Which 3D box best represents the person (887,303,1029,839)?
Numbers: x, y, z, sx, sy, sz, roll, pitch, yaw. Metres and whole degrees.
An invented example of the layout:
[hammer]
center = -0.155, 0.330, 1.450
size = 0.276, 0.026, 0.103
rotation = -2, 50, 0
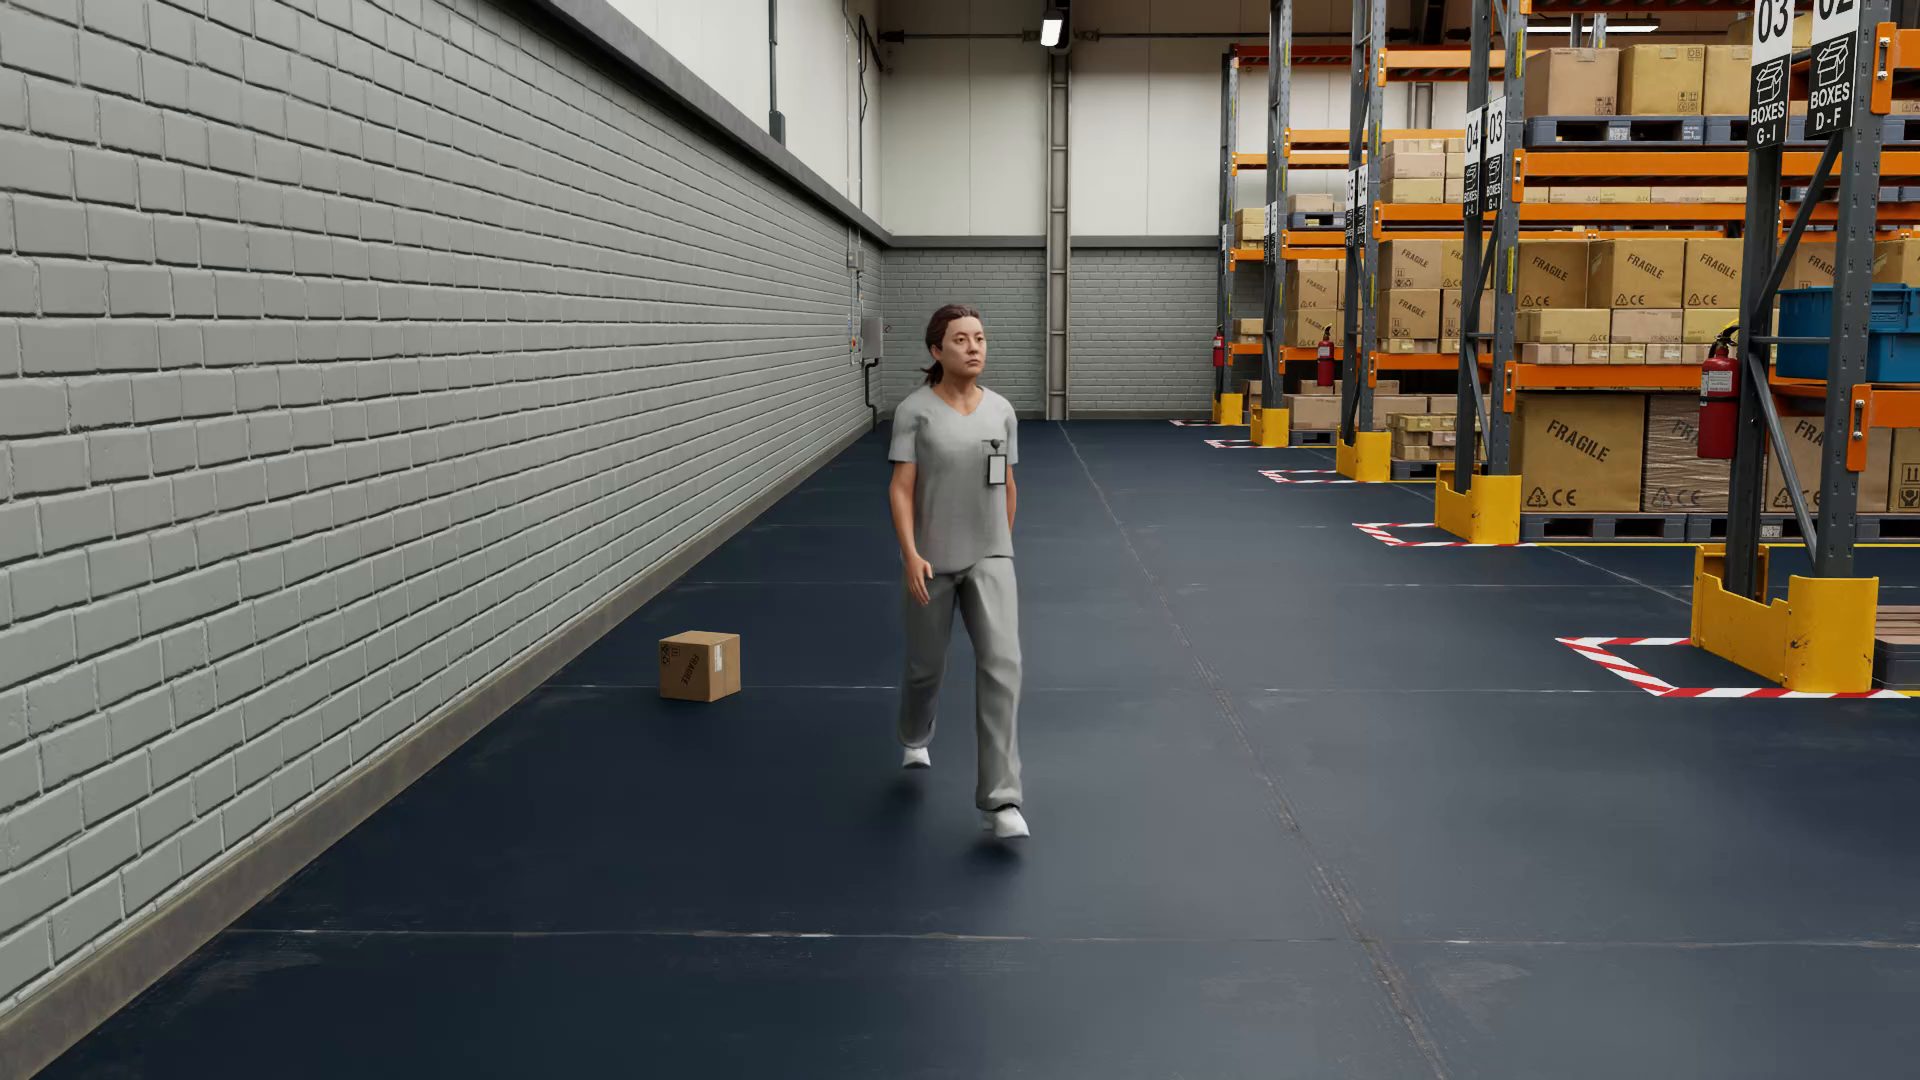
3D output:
[person]
center = -0.011, 0.065, 5.285
size = 0.444, 1.617, 1.046
rotation = -1, 7, -11
